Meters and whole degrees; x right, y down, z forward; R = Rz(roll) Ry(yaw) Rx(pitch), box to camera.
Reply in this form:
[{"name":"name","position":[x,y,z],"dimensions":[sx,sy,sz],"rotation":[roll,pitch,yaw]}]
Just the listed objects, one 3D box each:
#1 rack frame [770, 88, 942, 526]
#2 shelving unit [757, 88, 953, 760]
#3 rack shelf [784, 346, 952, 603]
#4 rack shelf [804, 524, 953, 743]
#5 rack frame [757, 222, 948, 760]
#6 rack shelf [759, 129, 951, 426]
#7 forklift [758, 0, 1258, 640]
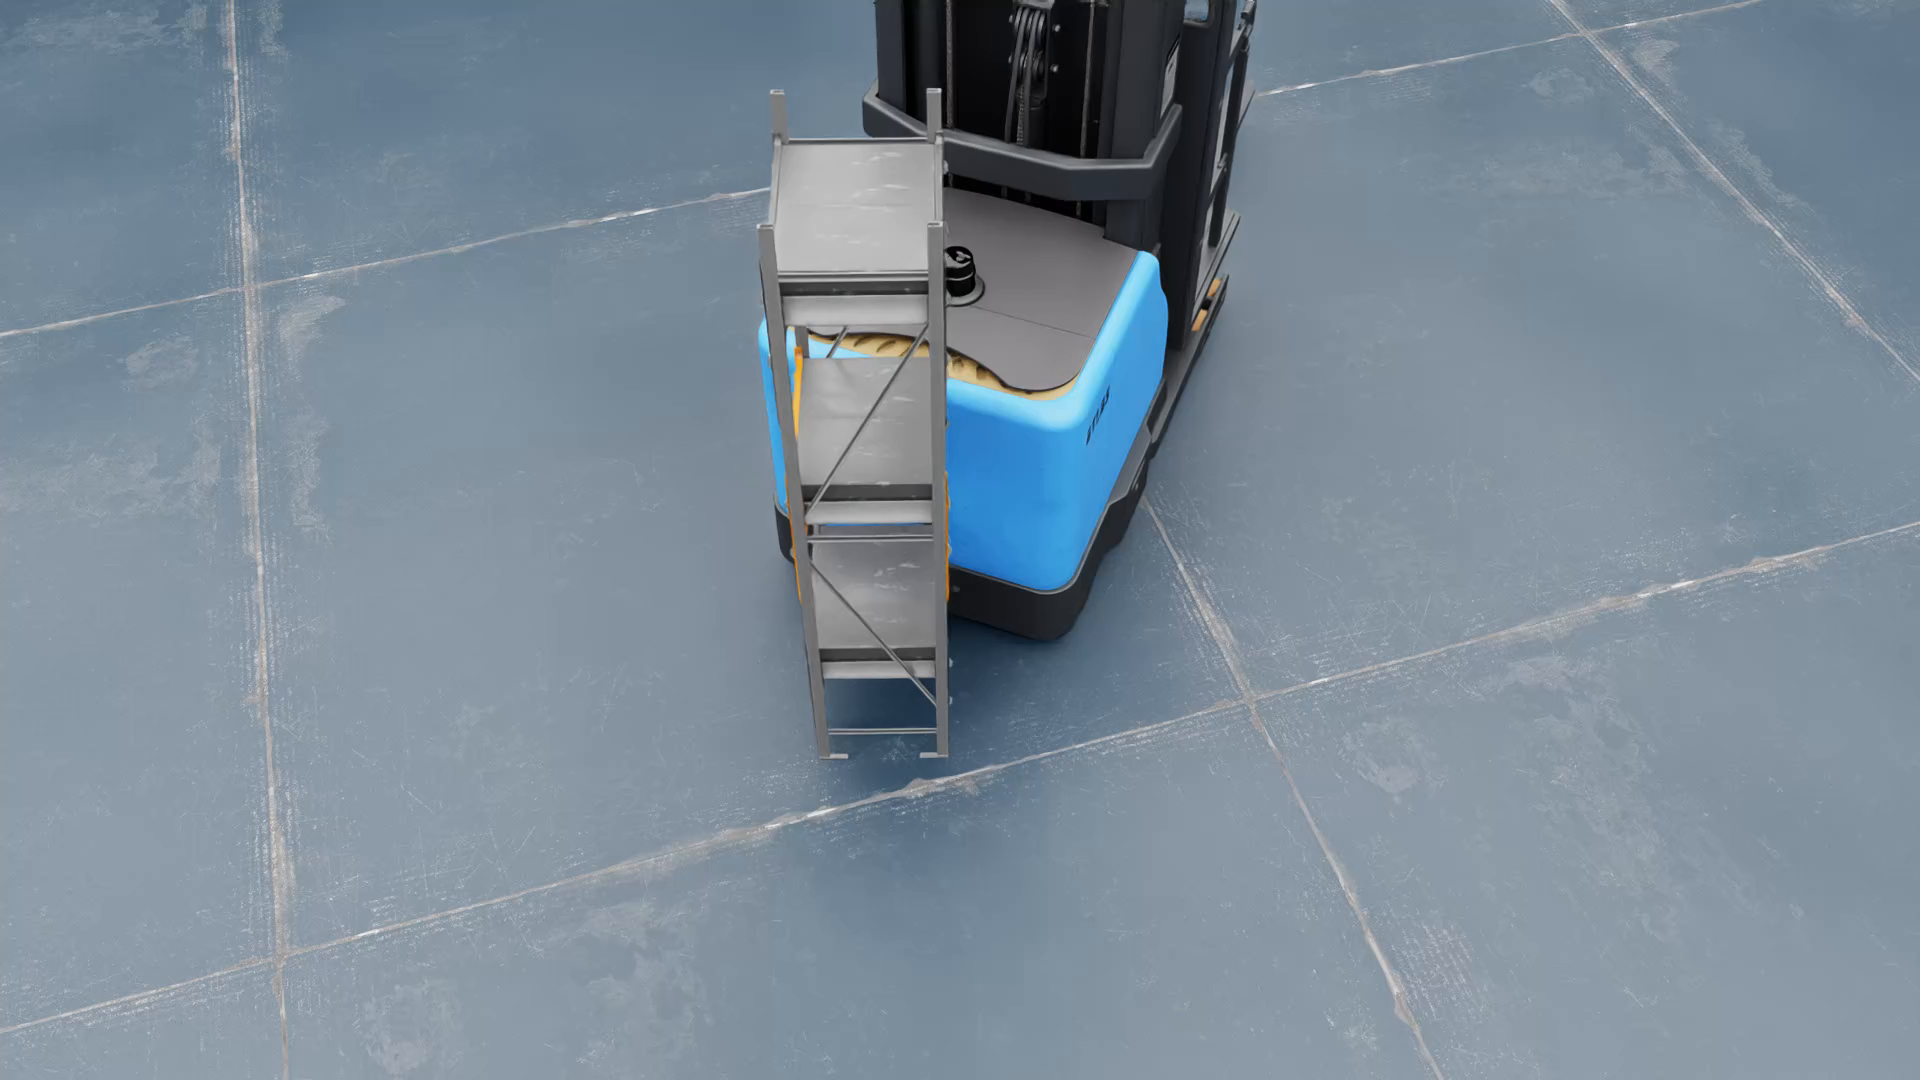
[{"name":"rack frame","position":[-0.244,-0.373,4.691],"dimensions":[0.400,2.100,0.015],"rotation":[-1,50,-1]},{"name":"shelving unit","position":[-0.240,-0.187,4.534],"dimensions":[0.431,2.100,0.503],"rotation":[-1,50,-1]},{"name":"rack shelf","position":[-0.240,-0.178,4.545],"dimensions":[0.431,0.518,0.480],"rotation":[-1,50,-1]},{"name":"rack shelf","position":[-0.240,0.273,5.080],"dimensions":[0.431,0.518,0.480],"rotation":[-1,50,-1]},{"name":"rack frame","position":[-0.237,0.000,4.377],"dimensions":[0.400,2.100,0.015],"rotation":[-1,50,-1]},{"name":"rack shelf","position":[-0.240,-0.629,4.009],"dimensions":[0.431,0.518,0.480],"rotation":[-1,50,-1]},{"name":"forklift","position":[0.394,-1.775,5.330],"dimensions":[1.130,2.935,3.031],"rotation":[17,52,14]}]
